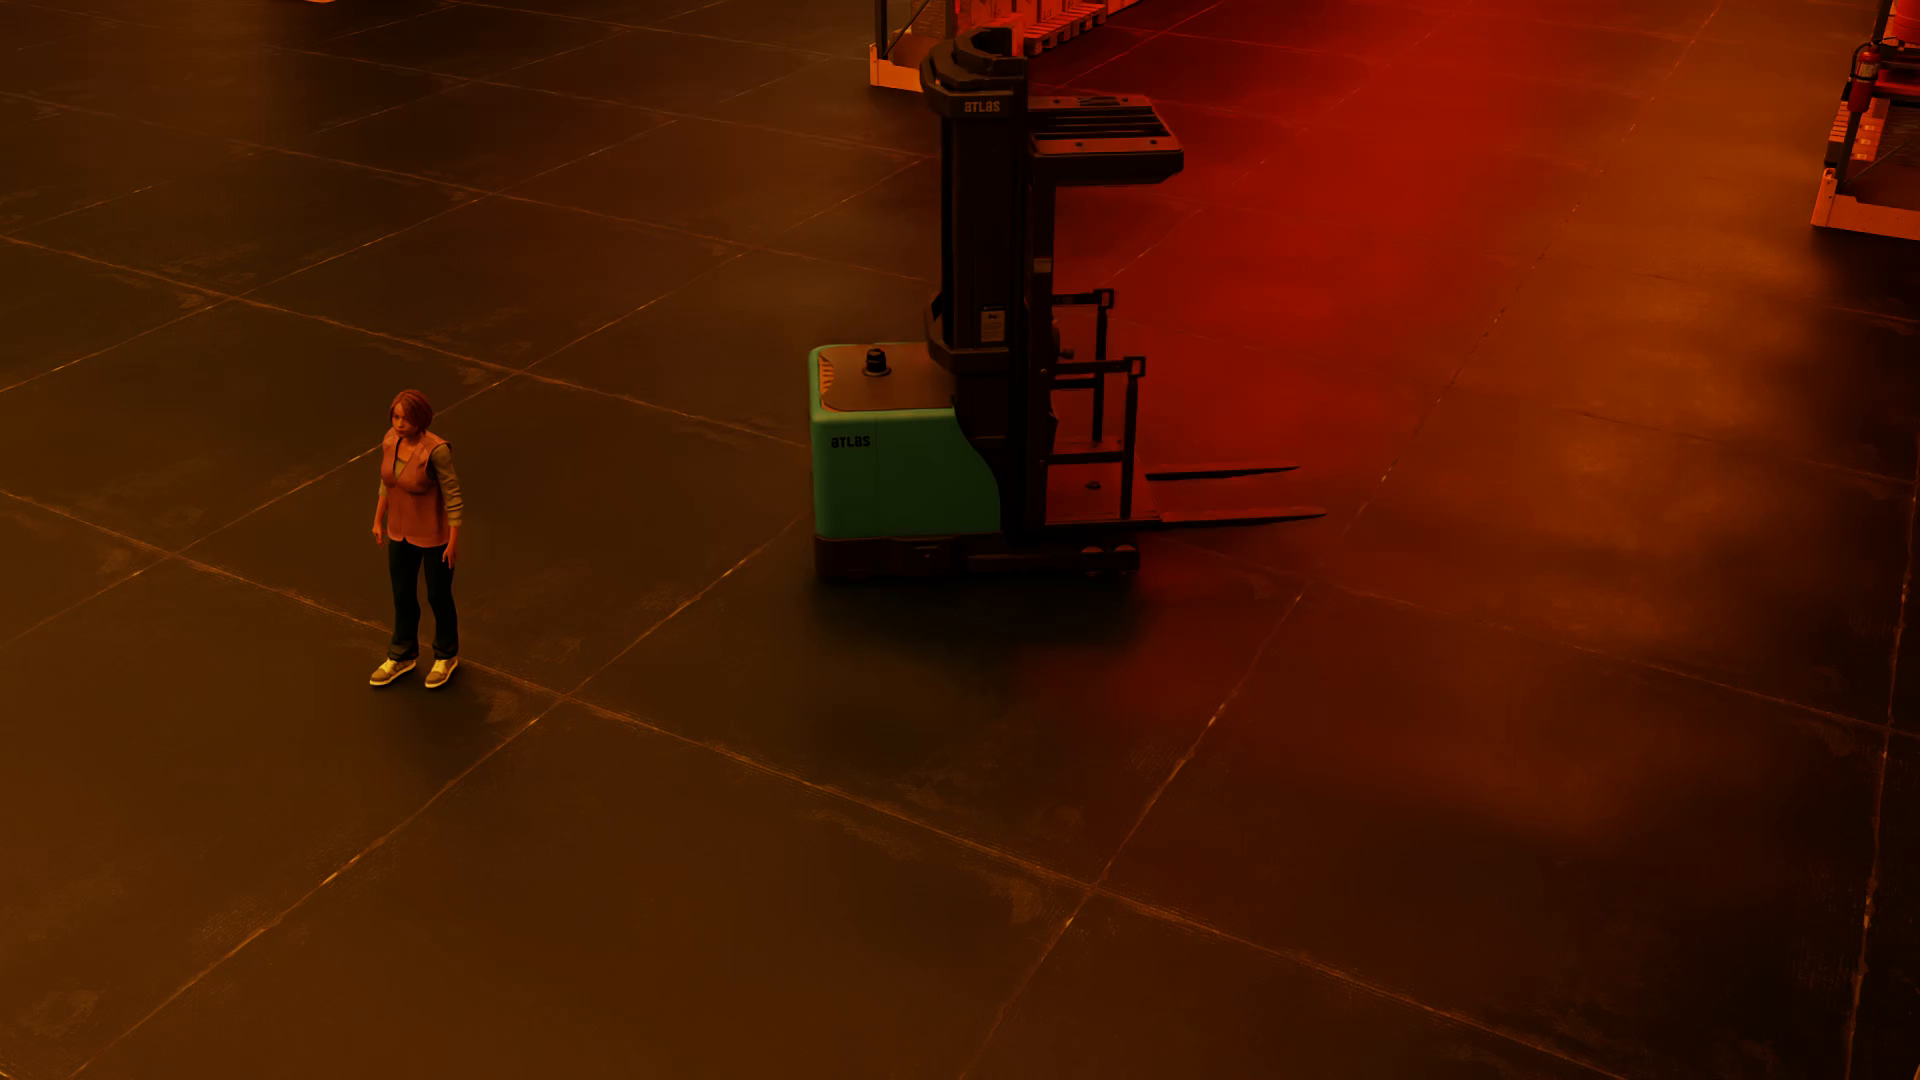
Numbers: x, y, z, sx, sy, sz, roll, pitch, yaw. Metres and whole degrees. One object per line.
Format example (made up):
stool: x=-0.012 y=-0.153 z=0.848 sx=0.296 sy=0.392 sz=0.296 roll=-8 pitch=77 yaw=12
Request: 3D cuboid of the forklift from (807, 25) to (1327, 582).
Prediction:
forklift: x=0.634 y=-1.325 z=9.367 sx=3.031 sy=2.935 sz=1.130 roll=-3 pitch=30 yaw=-5

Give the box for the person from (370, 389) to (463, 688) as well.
person: x=-2.761 y=0.018 z=8.364 sx=0.525 sy=1.602 sz=0.470 roll=12 pitch=32 yaw=20
